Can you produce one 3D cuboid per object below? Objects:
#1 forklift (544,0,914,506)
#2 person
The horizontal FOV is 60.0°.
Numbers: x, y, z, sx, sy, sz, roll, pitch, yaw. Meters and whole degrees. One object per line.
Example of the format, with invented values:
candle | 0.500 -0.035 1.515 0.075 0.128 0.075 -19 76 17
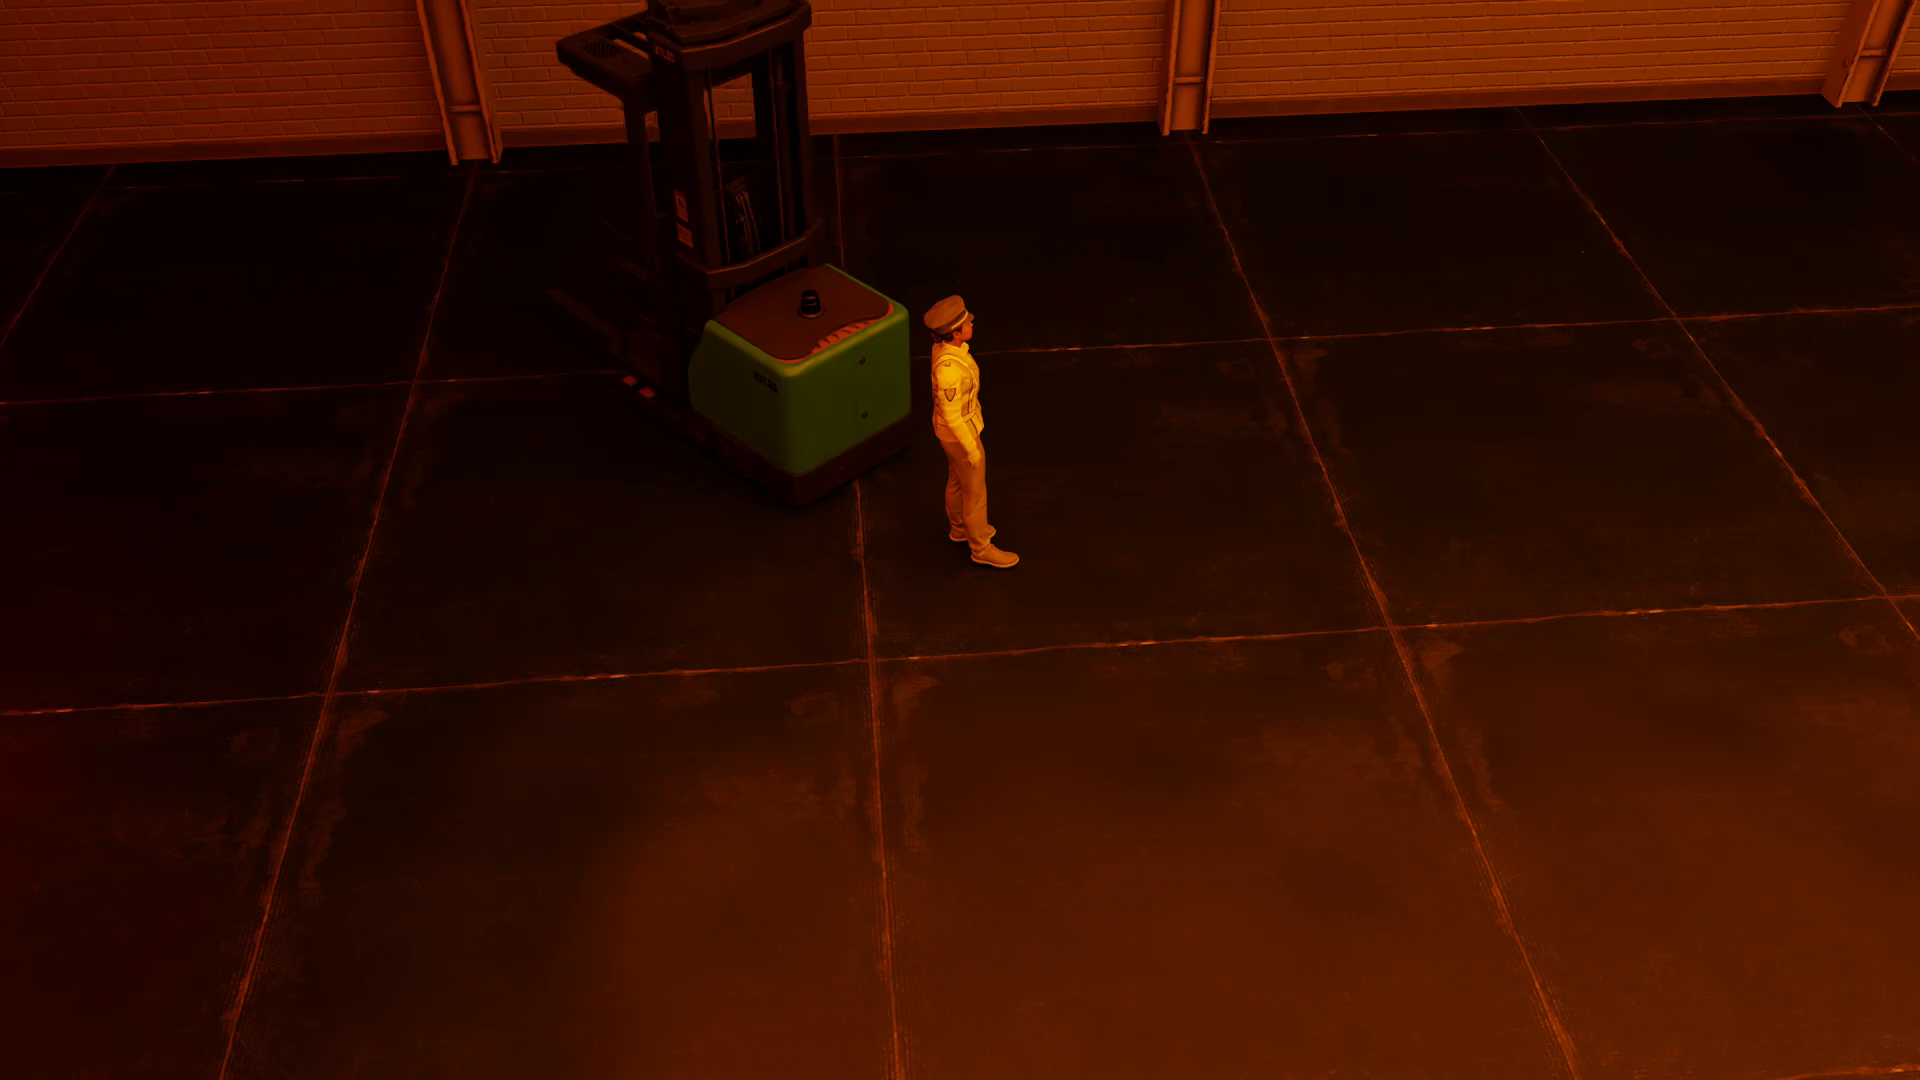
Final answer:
forklift | -1.690 -2.183 10.490 1.130 2.935 3.031 -33 50 -32
person | 0.070 -0.649 9.637 0.529 1.694 0.587 -3 41 -4
